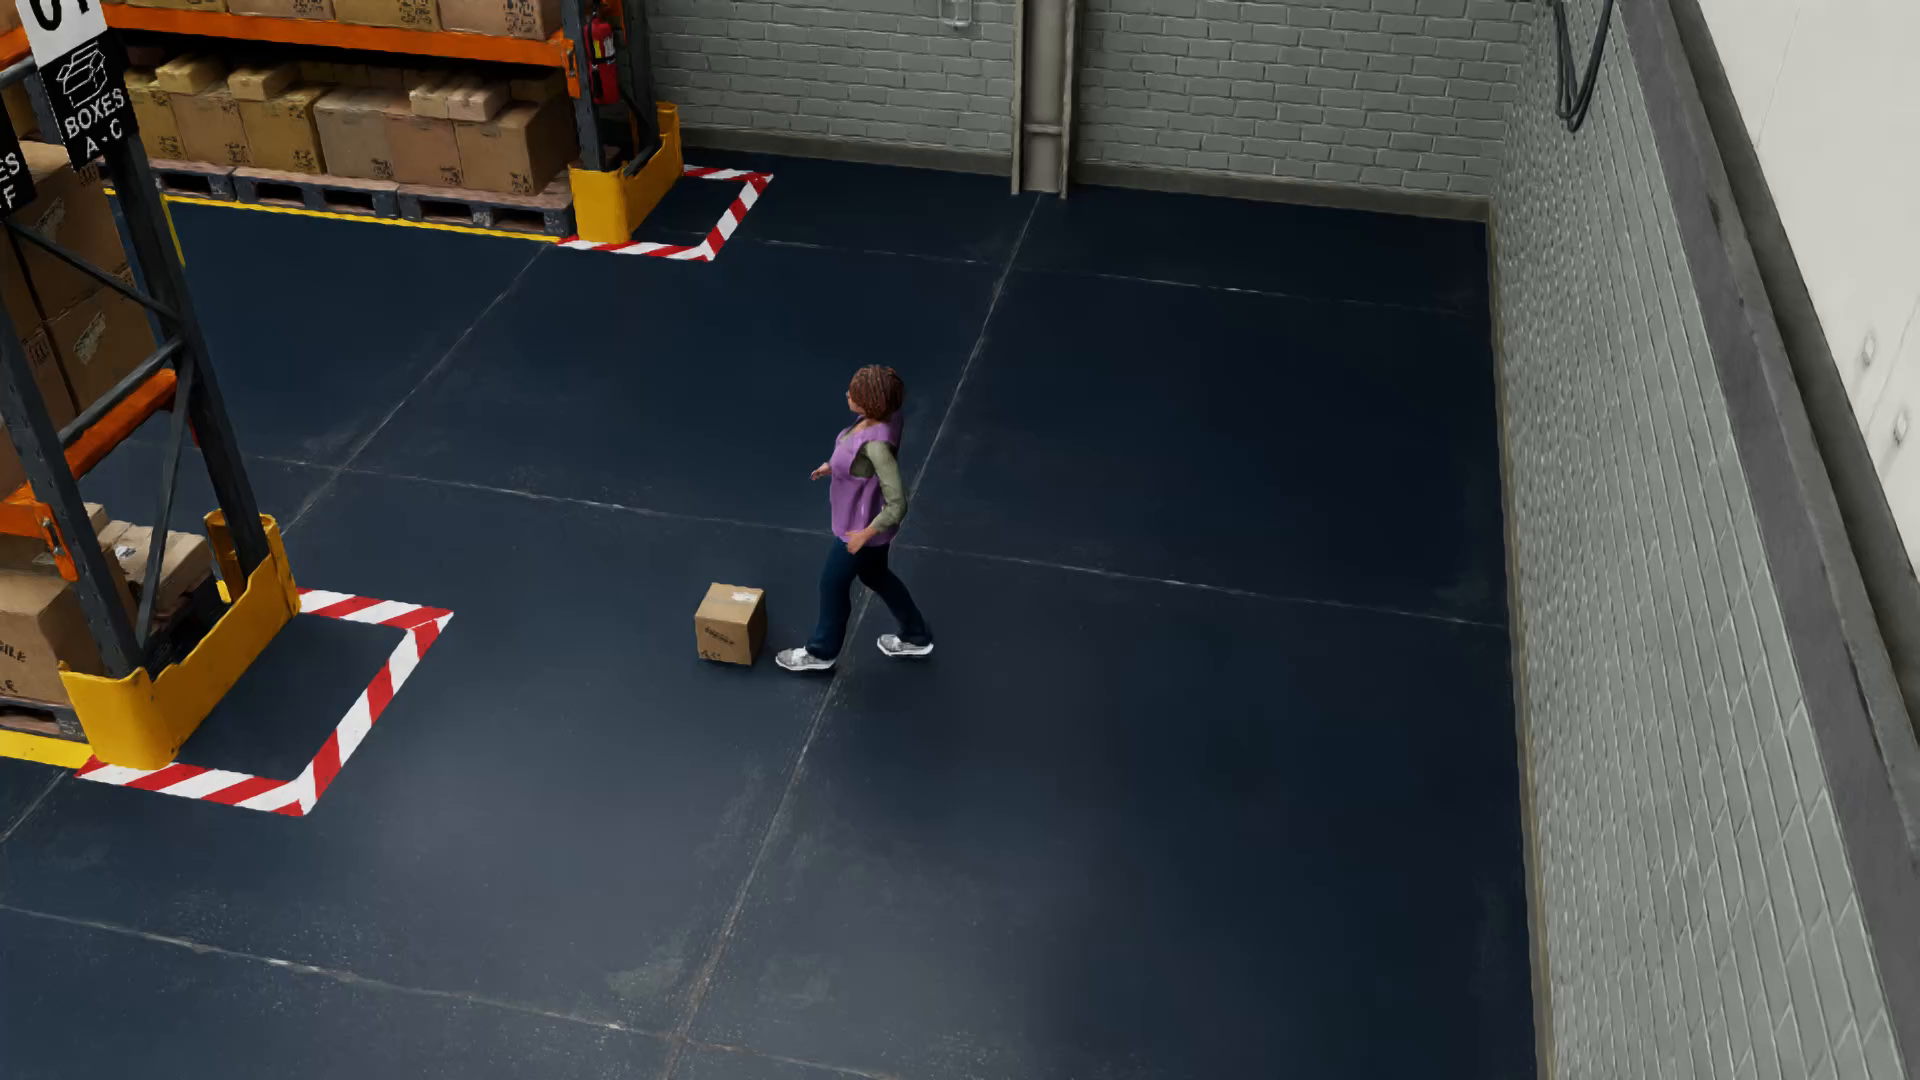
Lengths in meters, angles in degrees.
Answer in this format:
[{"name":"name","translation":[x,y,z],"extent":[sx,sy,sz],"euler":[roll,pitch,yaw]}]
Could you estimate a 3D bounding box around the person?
[{"name":"person","translation":[-0.478,-0.072,7.044],"extent":[0.704,1.581,0.586],"euler":[4,37,5]}]
